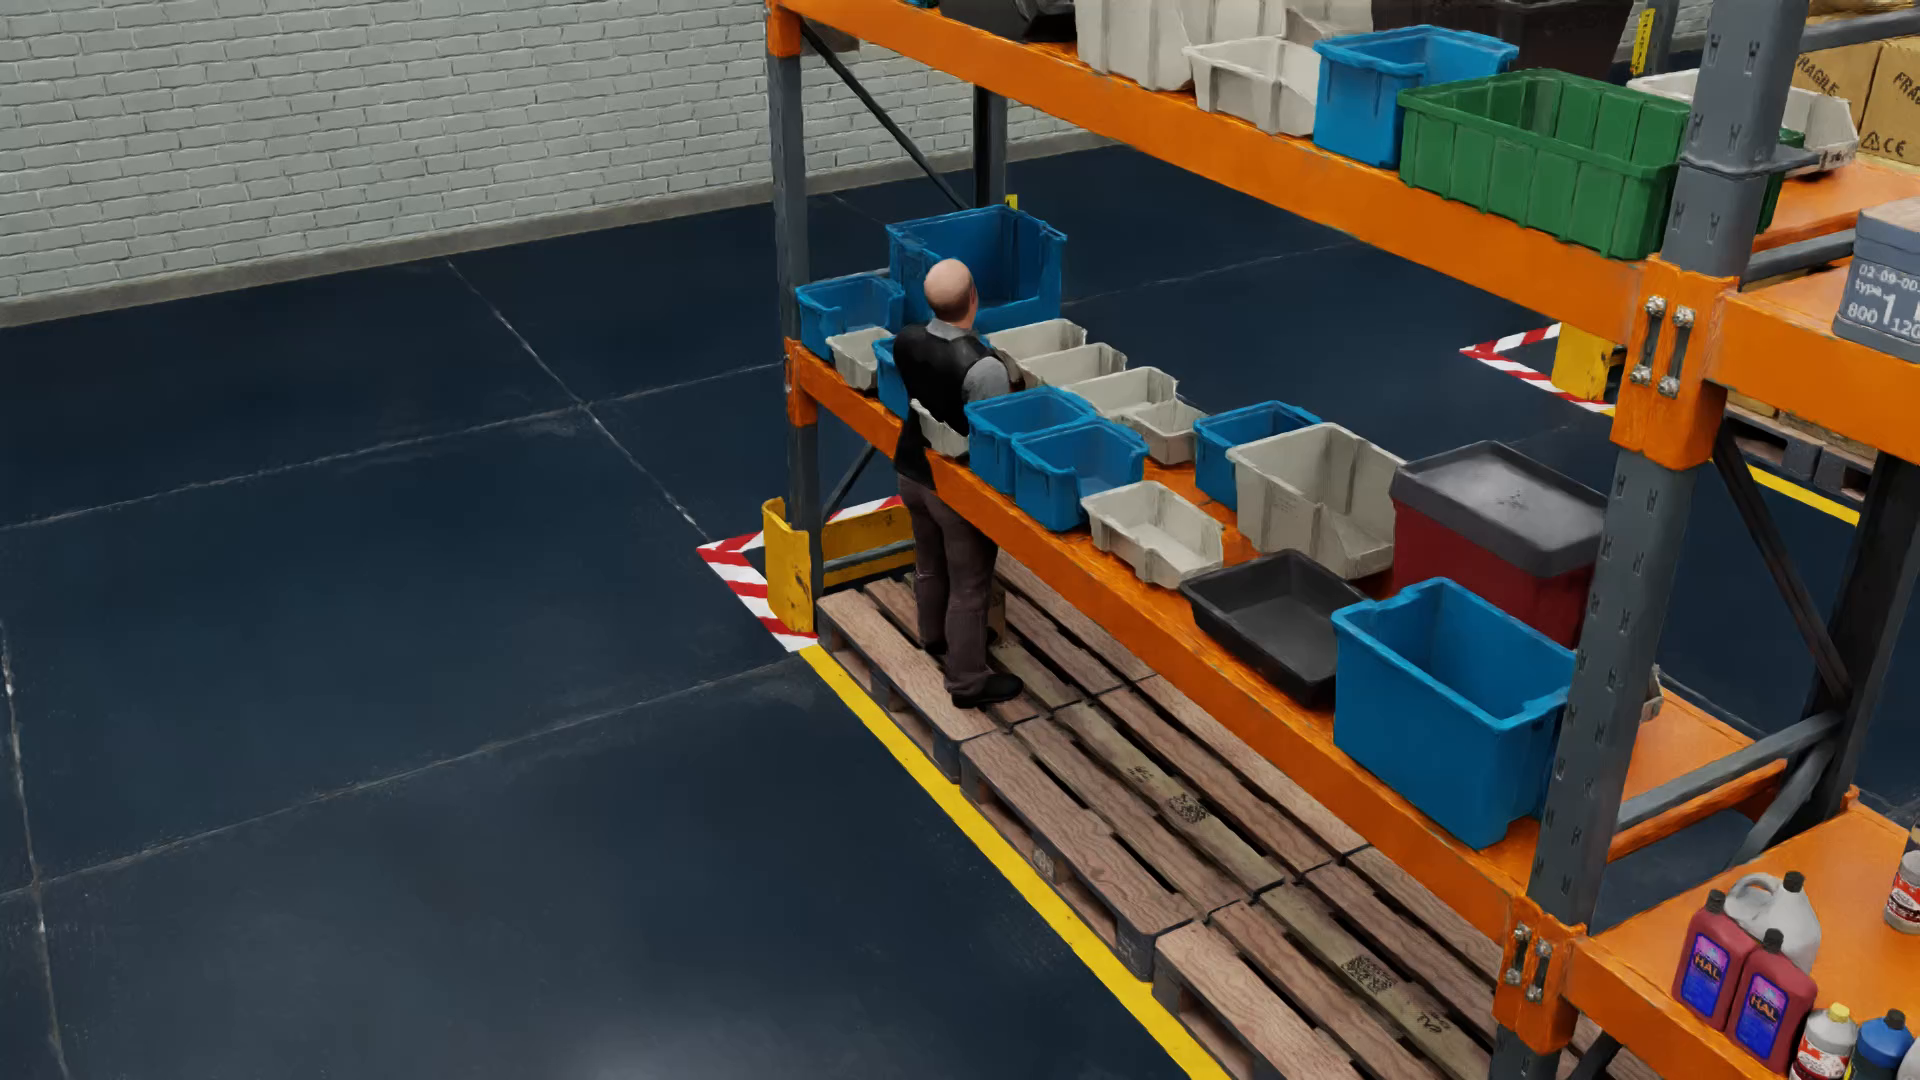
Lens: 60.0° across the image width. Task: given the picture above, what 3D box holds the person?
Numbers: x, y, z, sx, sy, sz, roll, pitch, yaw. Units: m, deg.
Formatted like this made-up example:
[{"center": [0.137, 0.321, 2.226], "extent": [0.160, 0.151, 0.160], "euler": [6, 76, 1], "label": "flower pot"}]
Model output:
[{"center": [0.024, -0.218, 6.134], "extent": [0.490, 1.726, 0.620], "euler": [-24, 37, -36], "label": "person"}]
